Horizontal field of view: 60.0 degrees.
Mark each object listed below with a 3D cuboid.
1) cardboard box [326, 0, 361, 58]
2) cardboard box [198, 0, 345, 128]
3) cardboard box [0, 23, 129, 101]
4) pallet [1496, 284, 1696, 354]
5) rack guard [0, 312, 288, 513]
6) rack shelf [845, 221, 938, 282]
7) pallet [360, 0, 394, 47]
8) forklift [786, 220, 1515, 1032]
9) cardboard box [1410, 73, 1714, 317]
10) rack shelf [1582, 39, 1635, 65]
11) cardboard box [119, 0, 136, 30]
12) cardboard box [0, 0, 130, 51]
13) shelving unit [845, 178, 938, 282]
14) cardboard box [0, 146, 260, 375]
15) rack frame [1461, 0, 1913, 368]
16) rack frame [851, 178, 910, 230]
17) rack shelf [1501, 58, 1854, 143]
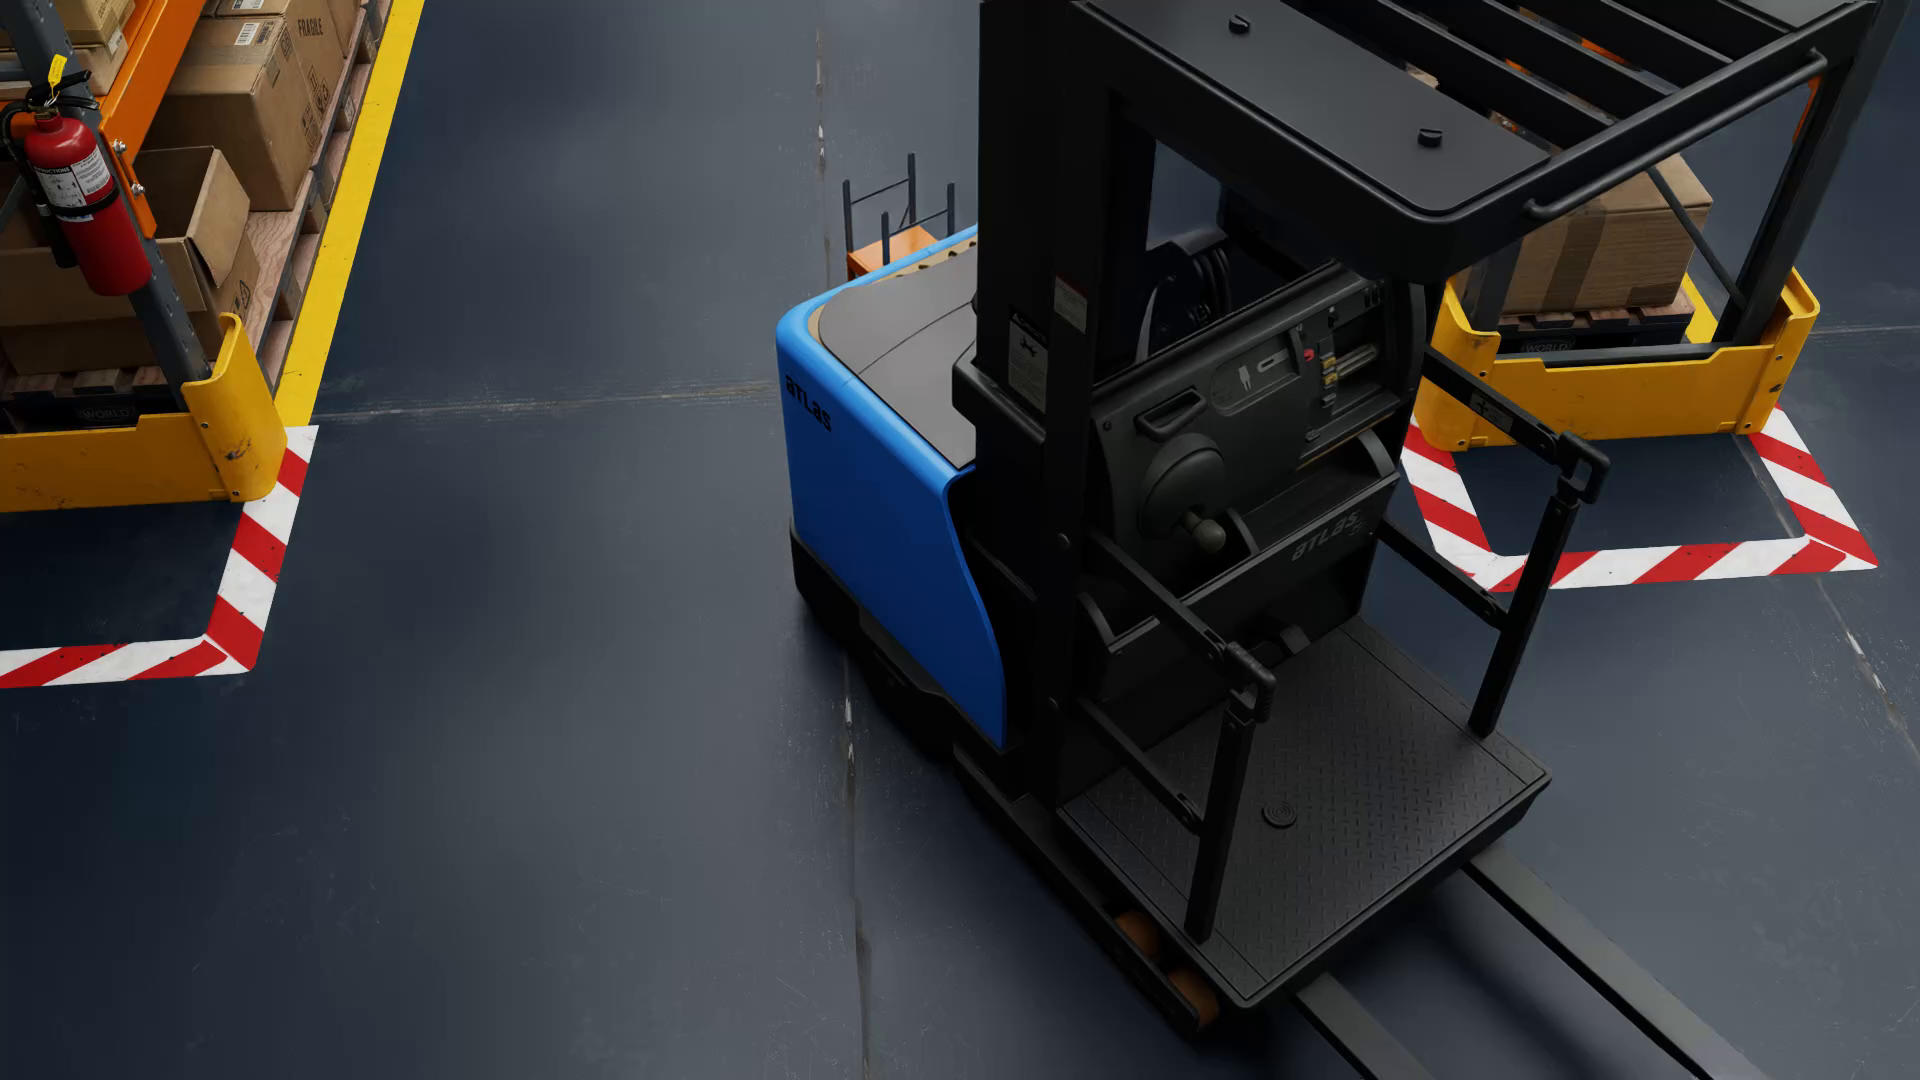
[{"bbox_3d":[-2.894,-2.299,6.794,0.700,0.500,0.500,-5,47,-5],"label":"cardboard box"},{"bbox_3d":[-2.752,-1.936,6.450,0.500,0.500,0.500,-3,47,-3],"label":"cardboard box"},{"bbox_3d":[-2.572,-1.362,4.647,0.380,0.149,0.250,-4,47,-4],"label":"cardboard box"},{"bbox_3d":[1.984,-1.113,6.159,1.003,0.211,1.213,-3,47,-3],"label":"pallet"},{"bbox_3d":[-2.824,-0.389,5.274,1.175,0.500,0.348,-3,47,-3],"label":"rack guard"},{"bbox_3d":[-0.168,-0.778,4.725,0.258,0.103,0.180,-29,53,-24],"label":"rack shelf"},{"bbox_3d":[-3.096,-2.632,7.598,1.003,0.211,1.213,-3,47,-3],"label":"pallet"},{"bbox_3d":[14.790,-5.894,4.635,29.450,9.000,11.785,-29,53,-24],"label":"forklift"},{"bbox_3d":[1.974,-1.233,5.827,0.875,0.438,0.875,-5,47,-5],"label":"cardboard box"},{"bbox_3d":[4.423,-4.580,4.622,5.869,4.714,3.910,-3,47,-3],"label":"rack shelf"},{"bbox_3d":[-2.639,-1.543,4.819,0.380,0.149,0.250,-2,47,-2],"label":"cardboard box"},{"bbox_3d":[-2.587,-1.589,4.588,0.500,0.250,0.500,-3,47,-3],"label":"cardboard box"},{"bbox_3d":[-0.169,-0.561,4.955,0.258,1.046,0.183,-29,53,-24],"label":"shelving unit"},{"bbox_3d":[-2.774,-0.928,5.493,0.797,0.503,0.637,-5,47,-5],"label":"cardboard box"},{"bbox_3d":[2.128,-1.498,4.603,1.000,3.000,0.127,-3,47,-3],"label":"rack frame"},{"bbox_3d":[-0.224,-0.613,5.004,0.228,1.046,0.002,-29,53,-24],"label":"rack frame"},{"bbox_3d":[1.961,-2.698,6.235,1.077,0.370,4.000,-3,47,-3],"label":"rack shelf"}]
